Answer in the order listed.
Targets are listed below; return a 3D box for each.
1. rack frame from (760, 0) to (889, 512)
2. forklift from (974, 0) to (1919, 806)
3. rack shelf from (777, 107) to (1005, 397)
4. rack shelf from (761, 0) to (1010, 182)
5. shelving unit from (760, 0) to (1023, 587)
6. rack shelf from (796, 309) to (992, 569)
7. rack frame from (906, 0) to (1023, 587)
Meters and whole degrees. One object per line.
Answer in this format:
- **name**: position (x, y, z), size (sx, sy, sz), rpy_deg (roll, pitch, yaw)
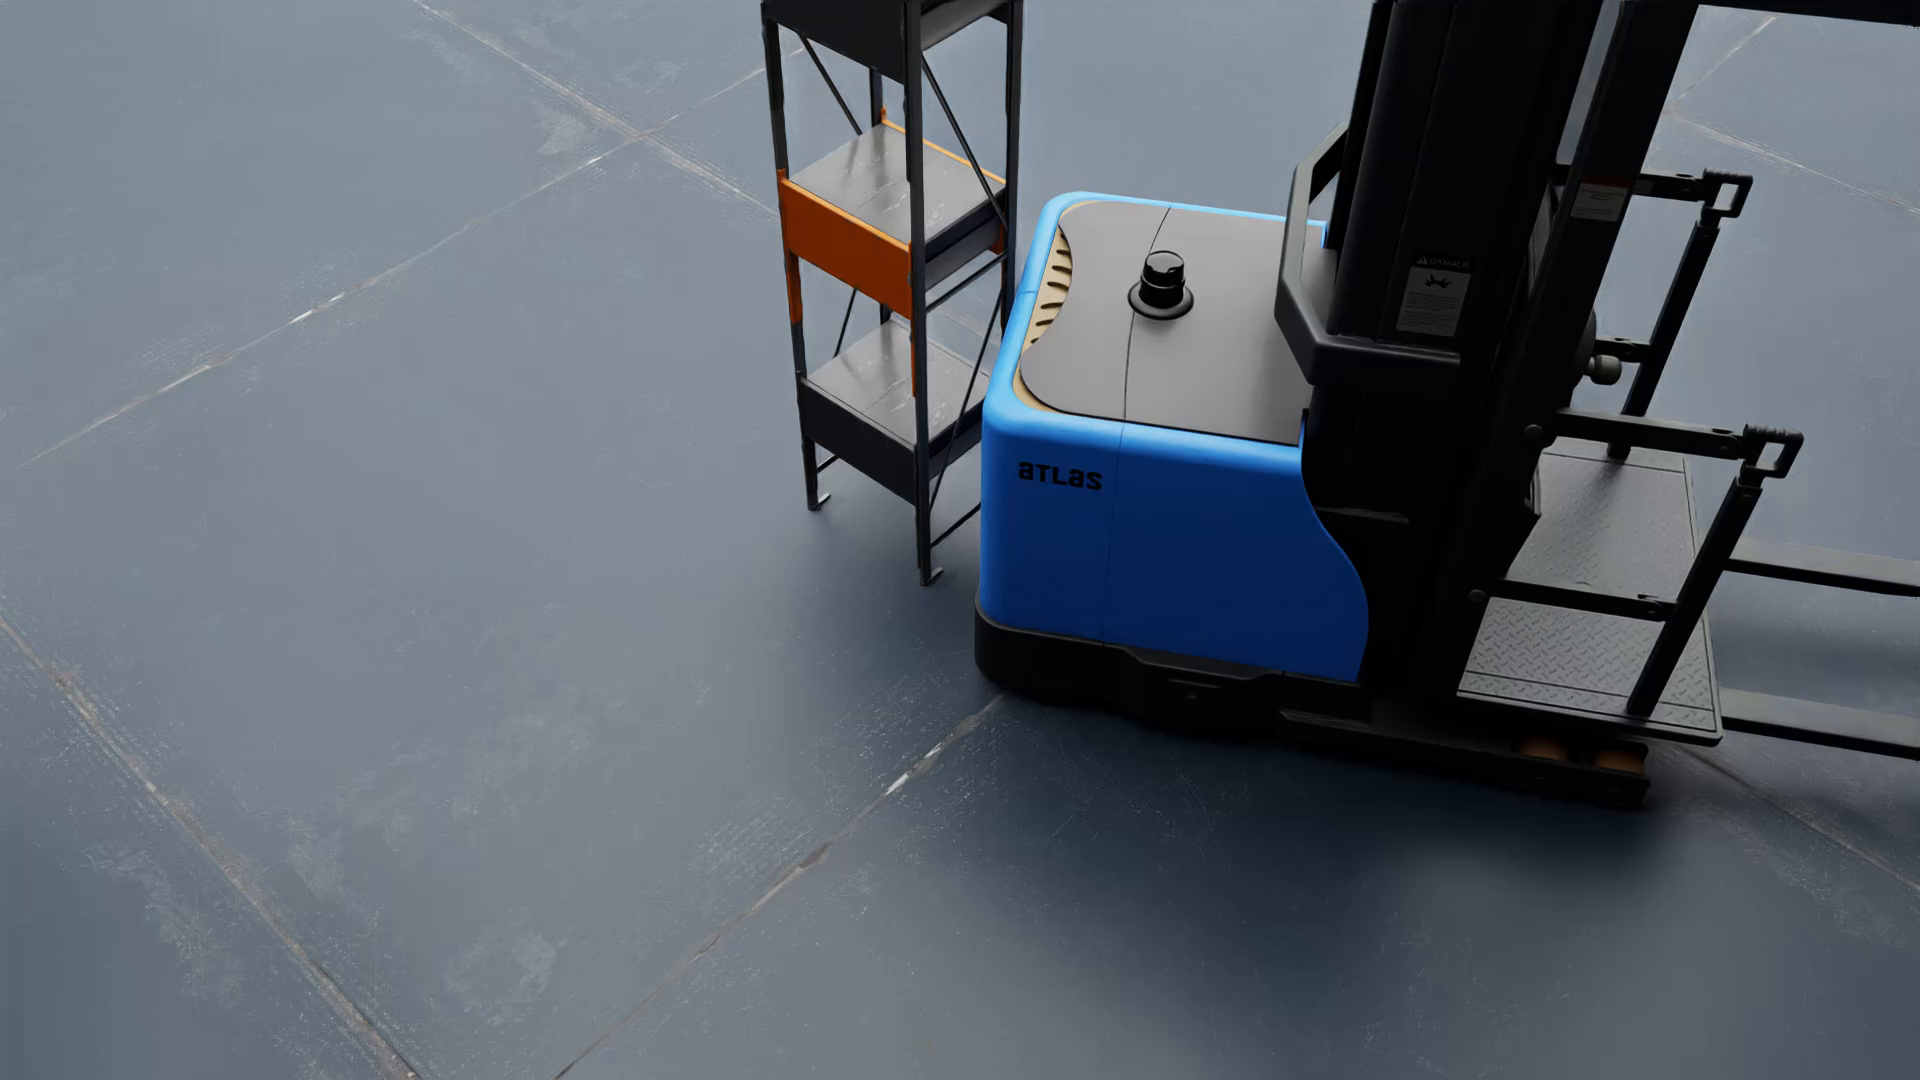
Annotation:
- **rack frame**: position (-0.350, -0.922, 4.676), size (0.015, 2.100, 0.400), rpy_deg (33, 55, 27)
- **forklift**: position (1.613, -0.703, 3.899), size (3.031, 2.935, 1.130), rpy_deg (9, 47, 8)
- **rack shelf**: position (-0.168, -0.795, 4.575), size (0.480, 0.518, 0.431), rpy_deg (33, 55, 27)
- **rack shelf**: position (-0.168, -1.274, 4.065), size (0.480, 0.518, 0.431), rpy_deg (33, 55, 27)
- **shelving unit**: position (-0.168, -0.804, 4.565), size (0.503, 2.100, 0.431), rpy_deg (33, 55, 27)
- **rack shelf**: position (-0.168, -0.316, 5.085), size (0.480, 0.518, 0.431), rpy_deg (33, 55, 27)
- **rack frame**: position (0.015, -0.687, 4.454), size (0.015, 2.100, 0.400), rpy_deg (33, 55, 27)
